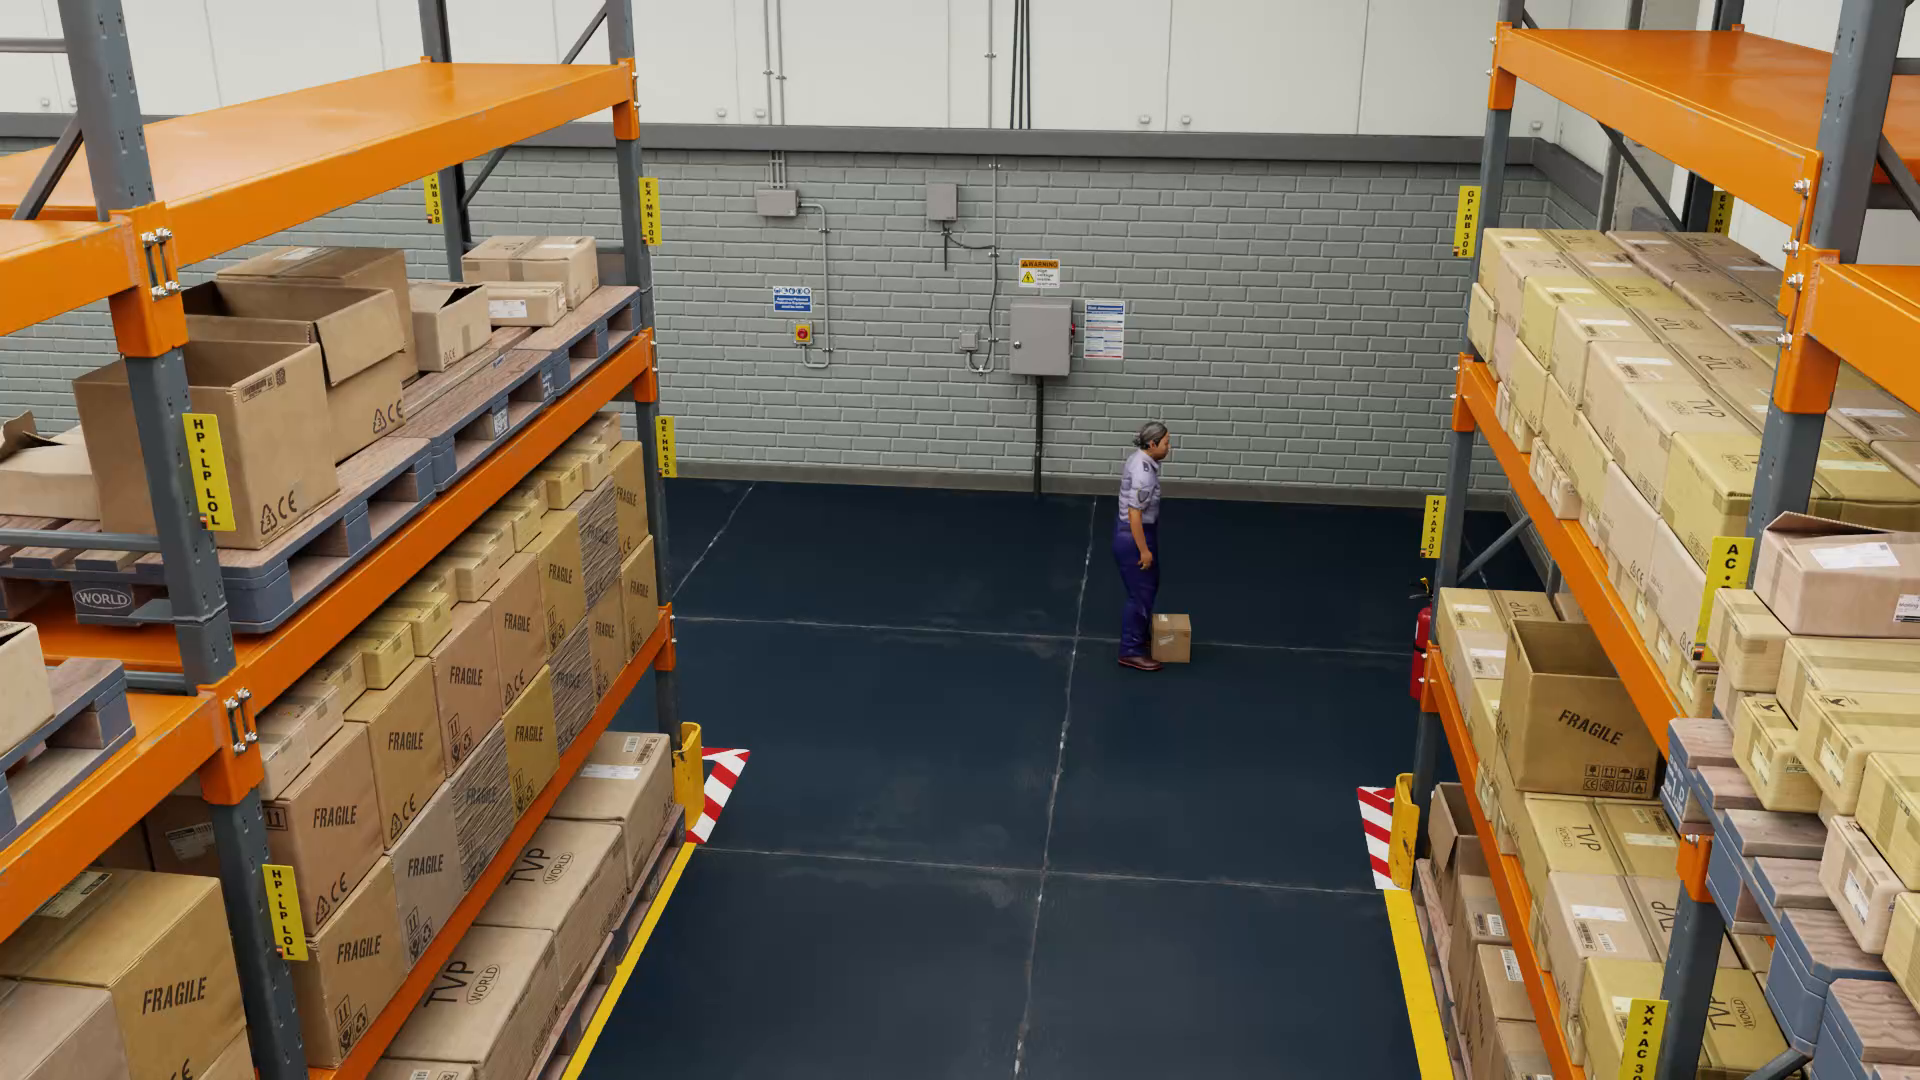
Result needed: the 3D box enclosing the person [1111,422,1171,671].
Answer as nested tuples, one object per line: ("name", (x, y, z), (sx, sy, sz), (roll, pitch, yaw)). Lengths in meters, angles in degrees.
("person", (1.218, 0.011, 11.065), (0.413, 1.652, 0.540), (3, 21, 6))
